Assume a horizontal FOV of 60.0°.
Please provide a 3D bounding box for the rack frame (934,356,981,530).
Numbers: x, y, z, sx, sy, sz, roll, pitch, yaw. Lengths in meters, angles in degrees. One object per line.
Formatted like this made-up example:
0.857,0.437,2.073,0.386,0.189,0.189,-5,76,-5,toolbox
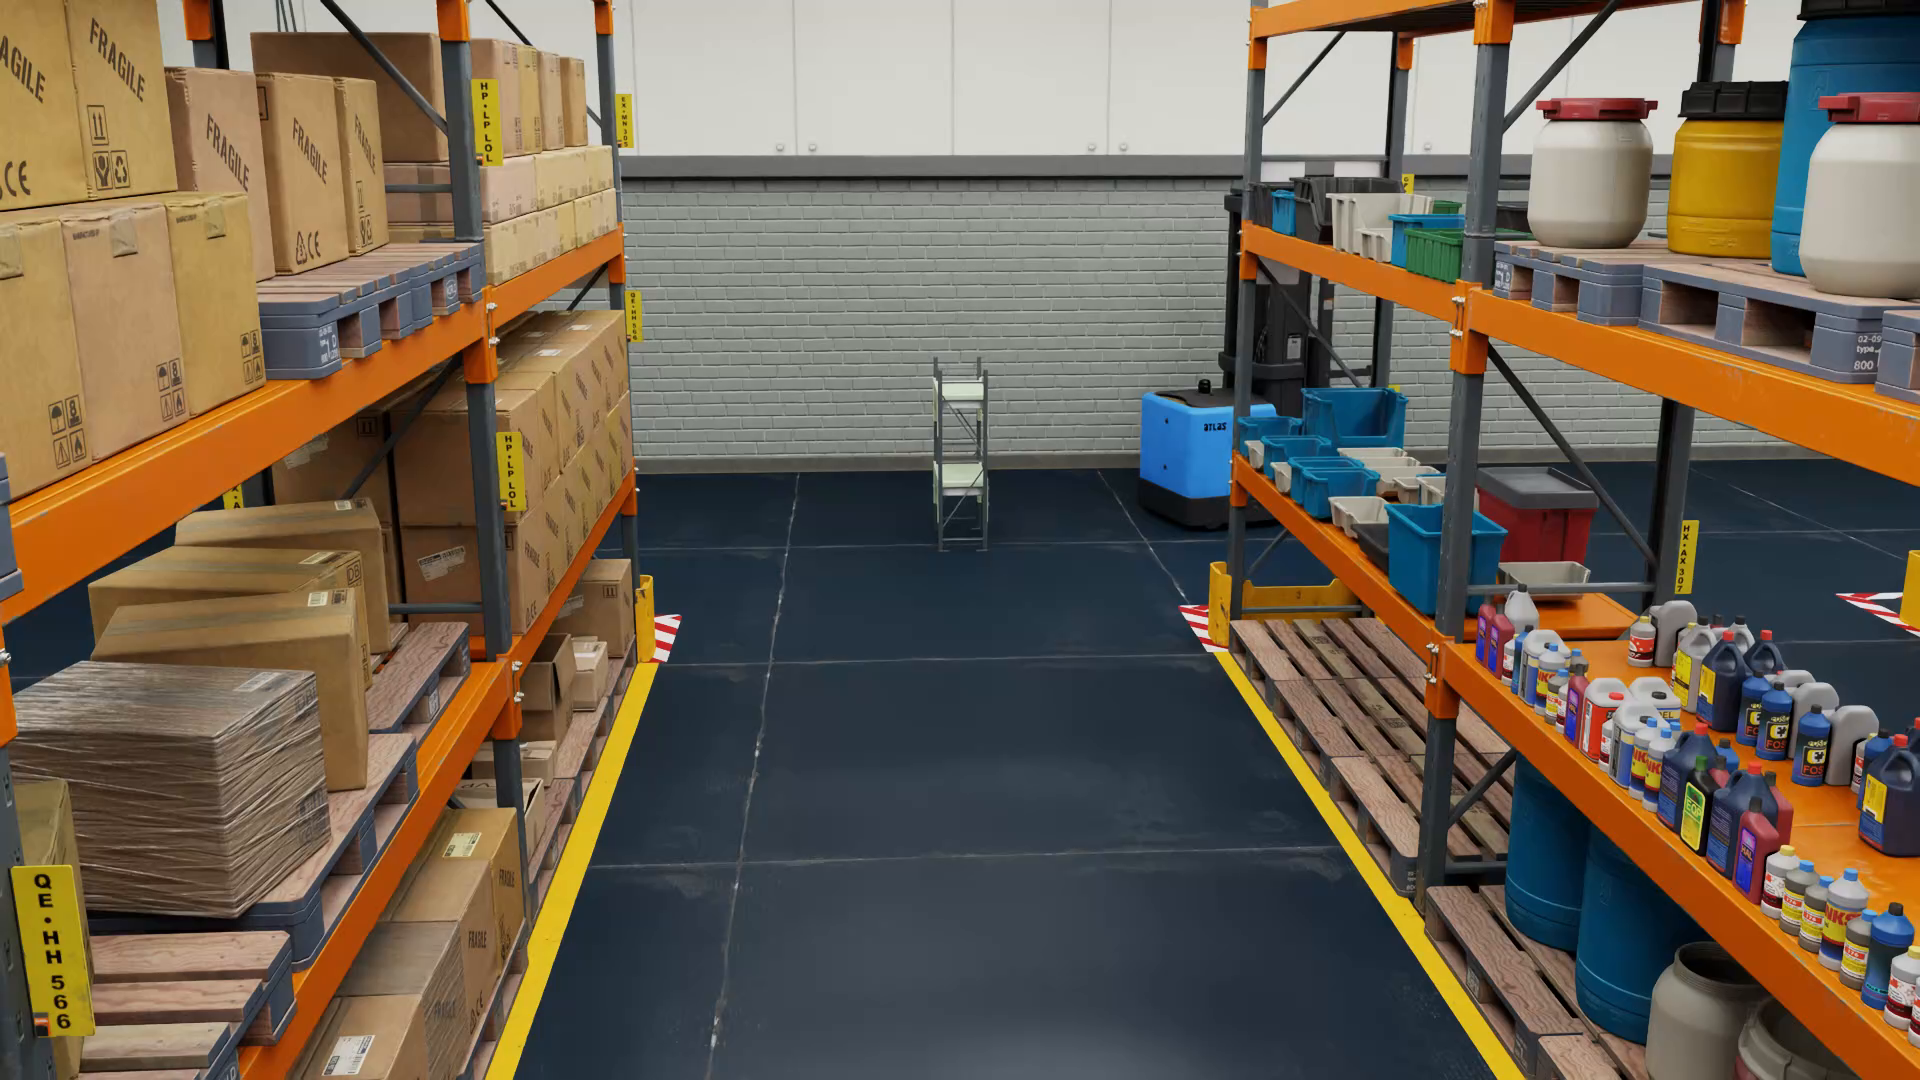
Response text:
-0.022,-0.816,14.187,0.400,1.500,0.023,-1,14,-3,rack frame

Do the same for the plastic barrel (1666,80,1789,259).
2.825,-1.306,5.842,0.600,0.588,0.600,0,14,0,plastic barrel

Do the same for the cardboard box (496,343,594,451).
-2.223,-0.746,8.698,0.500,0.500,0.500,0,14,-2,cardboard box

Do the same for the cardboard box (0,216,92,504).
-2.191,-0.321,3.035,0.910,0.500,0.500,-1,14,-3,cardboard box

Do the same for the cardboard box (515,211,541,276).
-2.188,-1.336,7.482,0.500,0.250,0.500,-1,14,-3,cardboard box

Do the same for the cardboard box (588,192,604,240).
-2.311,-1.834,9.415,0.500,0.250,0.500,-1,14,-3,cardboard box

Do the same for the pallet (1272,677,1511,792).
2.403,1.081,9.400,1.003,0.211,1.213,-1,14,-3,pallet

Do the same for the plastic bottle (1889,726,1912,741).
3.049,0.731,5.399,0.061,0.283,0.133,-1,14,-3,plastic bottle

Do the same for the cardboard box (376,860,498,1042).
-2.039,1.532,6.187,0.500,0.500,0.500,-1,14,-3,cardboard box

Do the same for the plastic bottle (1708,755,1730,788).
2.333,0.810,5.092,0.061,0.283,0.133,-1,14,-3,plastic bottle

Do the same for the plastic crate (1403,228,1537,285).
2.238,-1.233,7.206,0.450,0.188,0.662,-1,14,-3,plastic crate

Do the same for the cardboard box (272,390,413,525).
-2.668,-0.362,7.205,0.500,0.500,0.500,-1,14,-3,cardboard box

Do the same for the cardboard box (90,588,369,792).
-2.207,0.479,5.100,0.700,0.500,0.500,-5,15,-18,cardboard box

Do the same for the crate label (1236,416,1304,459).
2.005,-0.659,10.783,0.416,0.233,0.303,-1,14,-3,crate label

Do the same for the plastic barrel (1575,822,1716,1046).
2.626,1.342,6.160,0.600,0.901,0.708,-1,14,-3,plastic barrel

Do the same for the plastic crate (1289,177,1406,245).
2.138,-1.816,9.169,0.504,0.338,0.767,-1,14,-3,plastic crate

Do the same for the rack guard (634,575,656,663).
-2.621,0.528,10.973,1.175,0.500,0.348,-1,14,-3,rack guard

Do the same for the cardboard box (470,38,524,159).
-2.336,-1.939,7.317,0.700,0.500,0.500,-1,14,-3,cardboard box

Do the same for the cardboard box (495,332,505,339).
-2.796,-0.866,9.164,0.500,0.500,0.500,-1,14,-3,cardboard box

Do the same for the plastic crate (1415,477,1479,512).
2.655,-0.137,8.656,0.437,0.282,0.530,-1,14,-3,plastic crate

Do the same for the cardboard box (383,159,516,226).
-2.160,-1.454,6.936,0.500,0.250,0.500,-1,14,-3,cardboard box

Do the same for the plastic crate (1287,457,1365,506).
2.086,-0.332,9.511,0.416,0.233,0.300,-1,14,-3,plastic crate

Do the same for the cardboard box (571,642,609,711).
-2.318,0.785,9.592,0.500,0.250,0.500,-1,14,-3,cardboard box

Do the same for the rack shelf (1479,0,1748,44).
2.690,-1.649,4.621,1.077,0.370,4.000,-1,14,-3,rack shelf

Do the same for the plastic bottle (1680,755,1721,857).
2.272,0.811,5.088,0.061,0.283,0.133,-1,14,-3,plastic bottle

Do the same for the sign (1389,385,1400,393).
2.866,-0.869,11.057,0.100,0.325,0.005,-1,14,-3,sign

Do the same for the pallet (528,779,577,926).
-2.420,1.473,7.880,1.003,0.211,1.213,-1,14,-3,pallet

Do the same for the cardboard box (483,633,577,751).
-2.500,0.822,8.940,0.797,0.503,0.637,-1,14,-3,cardboard box

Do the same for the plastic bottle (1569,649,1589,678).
2.360,0.519,6.388,0.097,0.201,0.097,0,14,0,plastic bottle

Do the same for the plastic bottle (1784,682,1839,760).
2.975,0.620,5.845,0.152,0.276,0.135,-1,14,-3,plastic bottle

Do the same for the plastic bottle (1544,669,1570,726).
2.223,0.579,6.155,0.097,0.201,0.097,0,14,0,plastic bottle

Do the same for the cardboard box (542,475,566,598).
-2.173,-0.014,7.860,0.500,0.500,0.500,-1,14,-2,cardboard box

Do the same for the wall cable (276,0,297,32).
-4.864,-5.926,15.095,3.097,2.526,0.112,-1,14,-3,wall cable

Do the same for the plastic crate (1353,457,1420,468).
2.553,-0.407,9.995,0.396,0.136,0.243,-1,14,-3,plastic crate

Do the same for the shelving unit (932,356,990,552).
0.000,-0.725,13.833,0.431,1.500,0.755,-1,14,-3,shelving unit

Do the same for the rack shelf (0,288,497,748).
-2.254,-0.314,4.651,1.077,0.370,4.000,-1,14,-3,rack shelf

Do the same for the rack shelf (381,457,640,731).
-2.502,0.144,8.891,1.077,0.370,4.000,-1,14,-3,rack shelf

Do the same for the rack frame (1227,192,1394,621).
2.318,-0.777,11.028,1.000,3.000,0.127,-1,14,-3,rack frame

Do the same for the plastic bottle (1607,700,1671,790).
2.286,0.686,5.588,0.152,0.276,0.135,-1,14,-3,plastic bottle

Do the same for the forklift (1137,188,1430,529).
3.179,-1.718,14.820,3.031,2.935,1.130,-5,15,-20,forklift

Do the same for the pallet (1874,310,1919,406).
2.864,-0.341,3.691,1.003,0.211,1.213,-1,14,-3,pallet

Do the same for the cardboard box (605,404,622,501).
-2.291,-0.514,9.805,0.500,0.500,0.500,-1,14,-3,cardboard box

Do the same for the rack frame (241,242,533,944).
-2.378,0.293,6.868,1.000,3.000,0.127,-1,14,-3,rack frame

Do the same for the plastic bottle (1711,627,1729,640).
2.935,0.461,6.463,0.152,0.276,0.135,-1,14,-3,plastic bottle

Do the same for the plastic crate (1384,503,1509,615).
2.196,0.085,7.587,0.392,0.384,0.575,-1,14,-3,plastic crate

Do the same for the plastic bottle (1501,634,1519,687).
2.196,0.473,6.567,0.097,0.201,0.097,0,14,0,plastic bottle

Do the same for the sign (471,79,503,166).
-1.825,-1.610,6.418,0.100,0.325,0.005,-1,14,-3,sign

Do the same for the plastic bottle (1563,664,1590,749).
2.218,0.592,5.938,0.061,0.283,0.133,-1,14,-3,plastic bottle

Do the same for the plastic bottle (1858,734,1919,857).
2.874,0.775,5.095,0.144,0.351,0.185,-1,14,-3,plastic bottle

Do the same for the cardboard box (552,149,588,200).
-2.281,-1.952,8.869,0.500,0.250,0.500,-1,14,-3,cardboard box

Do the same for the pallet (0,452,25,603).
-1.999,0.094,2.001,1.213,0.211,1.003,0,14,-1,pallet

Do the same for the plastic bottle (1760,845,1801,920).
2.317,0.958,4.680,0.097,0.201,0.097,0,14,0,plastic bottle

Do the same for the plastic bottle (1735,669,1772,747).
2.843,0.595,5.950,0.097,0.271,0.097,0,14,0,plastic bottle

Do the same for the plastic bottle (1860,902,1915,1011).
2.347,1.046,4.201,0.097,0.271,0.097,0,14,0,plastic bottle

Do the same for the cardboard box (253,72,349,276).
-2.356,-1.168,5.281,0.600,0.600,0.600,-1,14,-4,cardboard box
